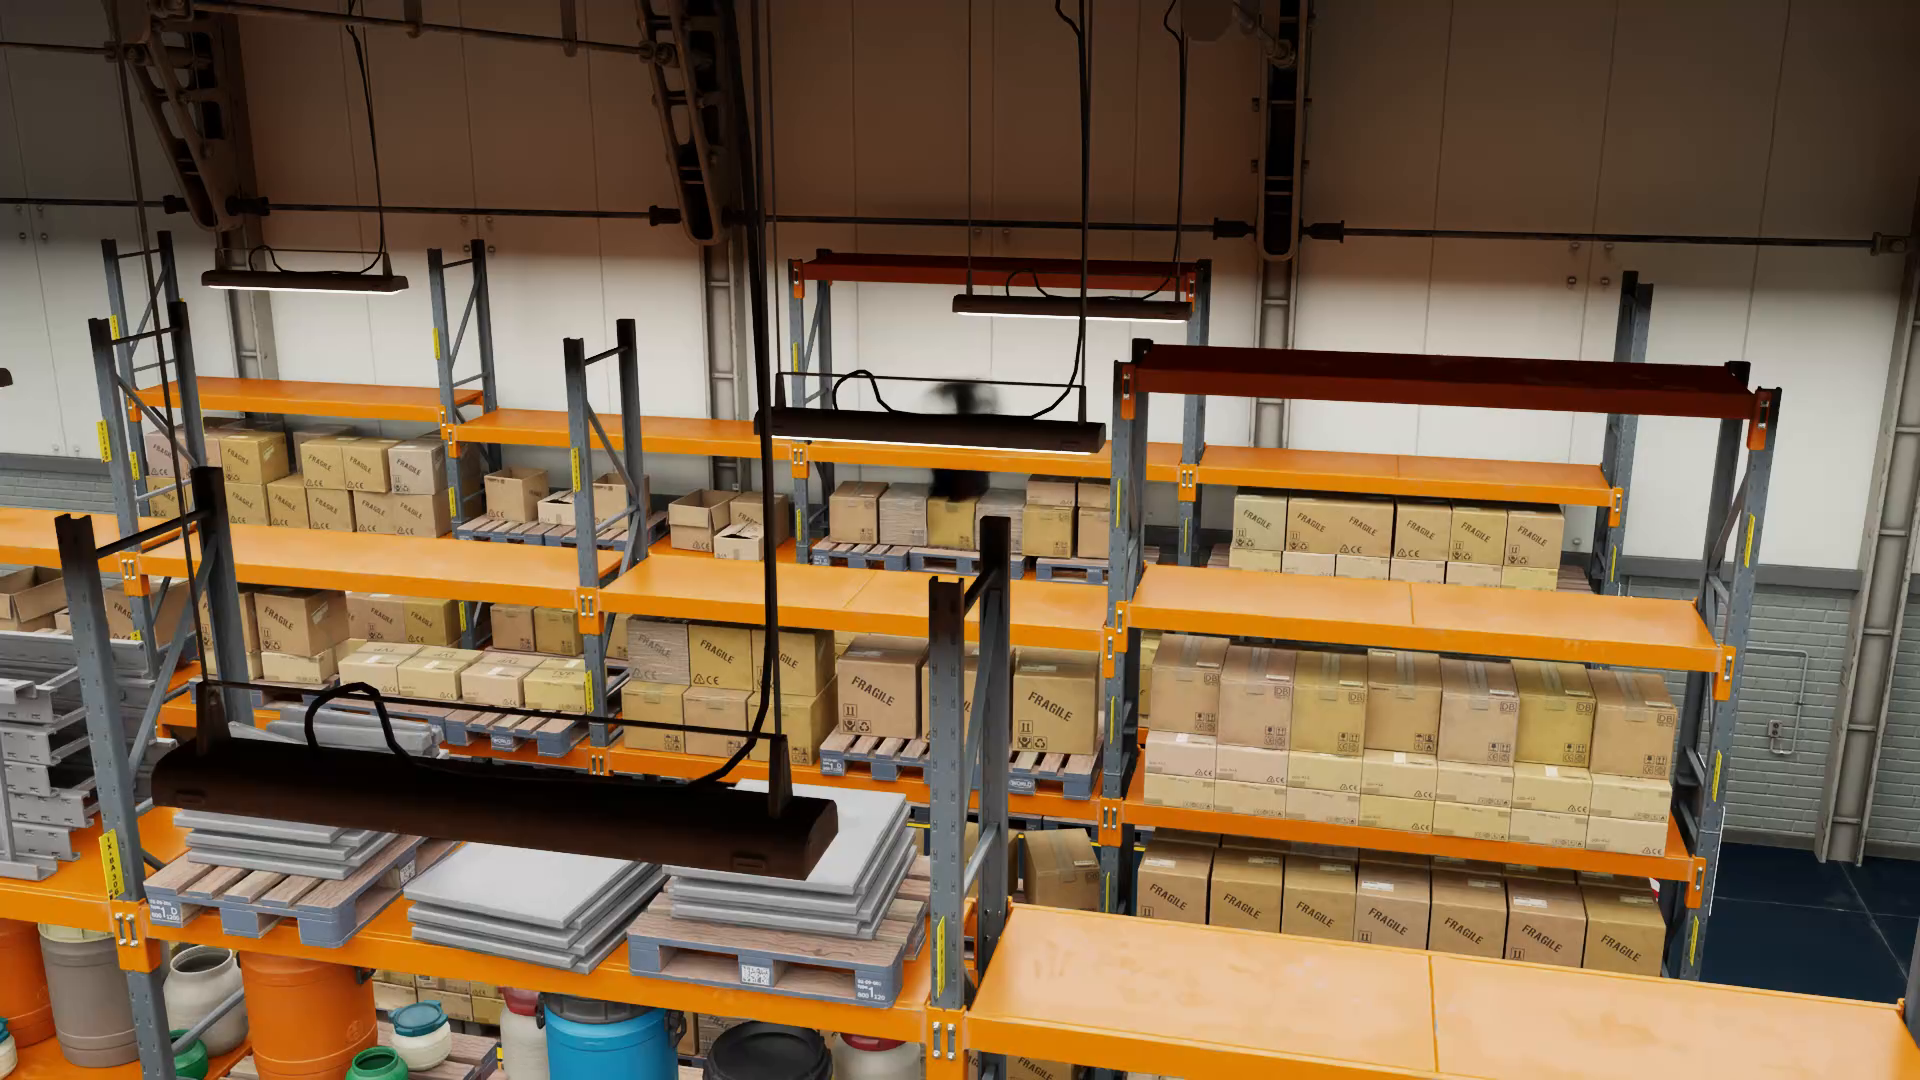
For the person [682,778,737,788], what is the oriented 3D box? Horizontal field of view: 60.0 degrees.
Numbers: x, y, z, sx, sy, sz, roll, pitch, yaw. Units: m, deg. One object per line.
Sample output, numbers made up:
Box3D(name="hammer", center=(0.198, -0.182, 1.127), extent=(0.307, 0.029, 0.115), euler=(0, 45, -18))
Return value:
Box3D(name="person", center=(-2.295, 2.557, 16.783), extent=(1.066, 1.558, 0.664), euler=(5, 17, 16))
